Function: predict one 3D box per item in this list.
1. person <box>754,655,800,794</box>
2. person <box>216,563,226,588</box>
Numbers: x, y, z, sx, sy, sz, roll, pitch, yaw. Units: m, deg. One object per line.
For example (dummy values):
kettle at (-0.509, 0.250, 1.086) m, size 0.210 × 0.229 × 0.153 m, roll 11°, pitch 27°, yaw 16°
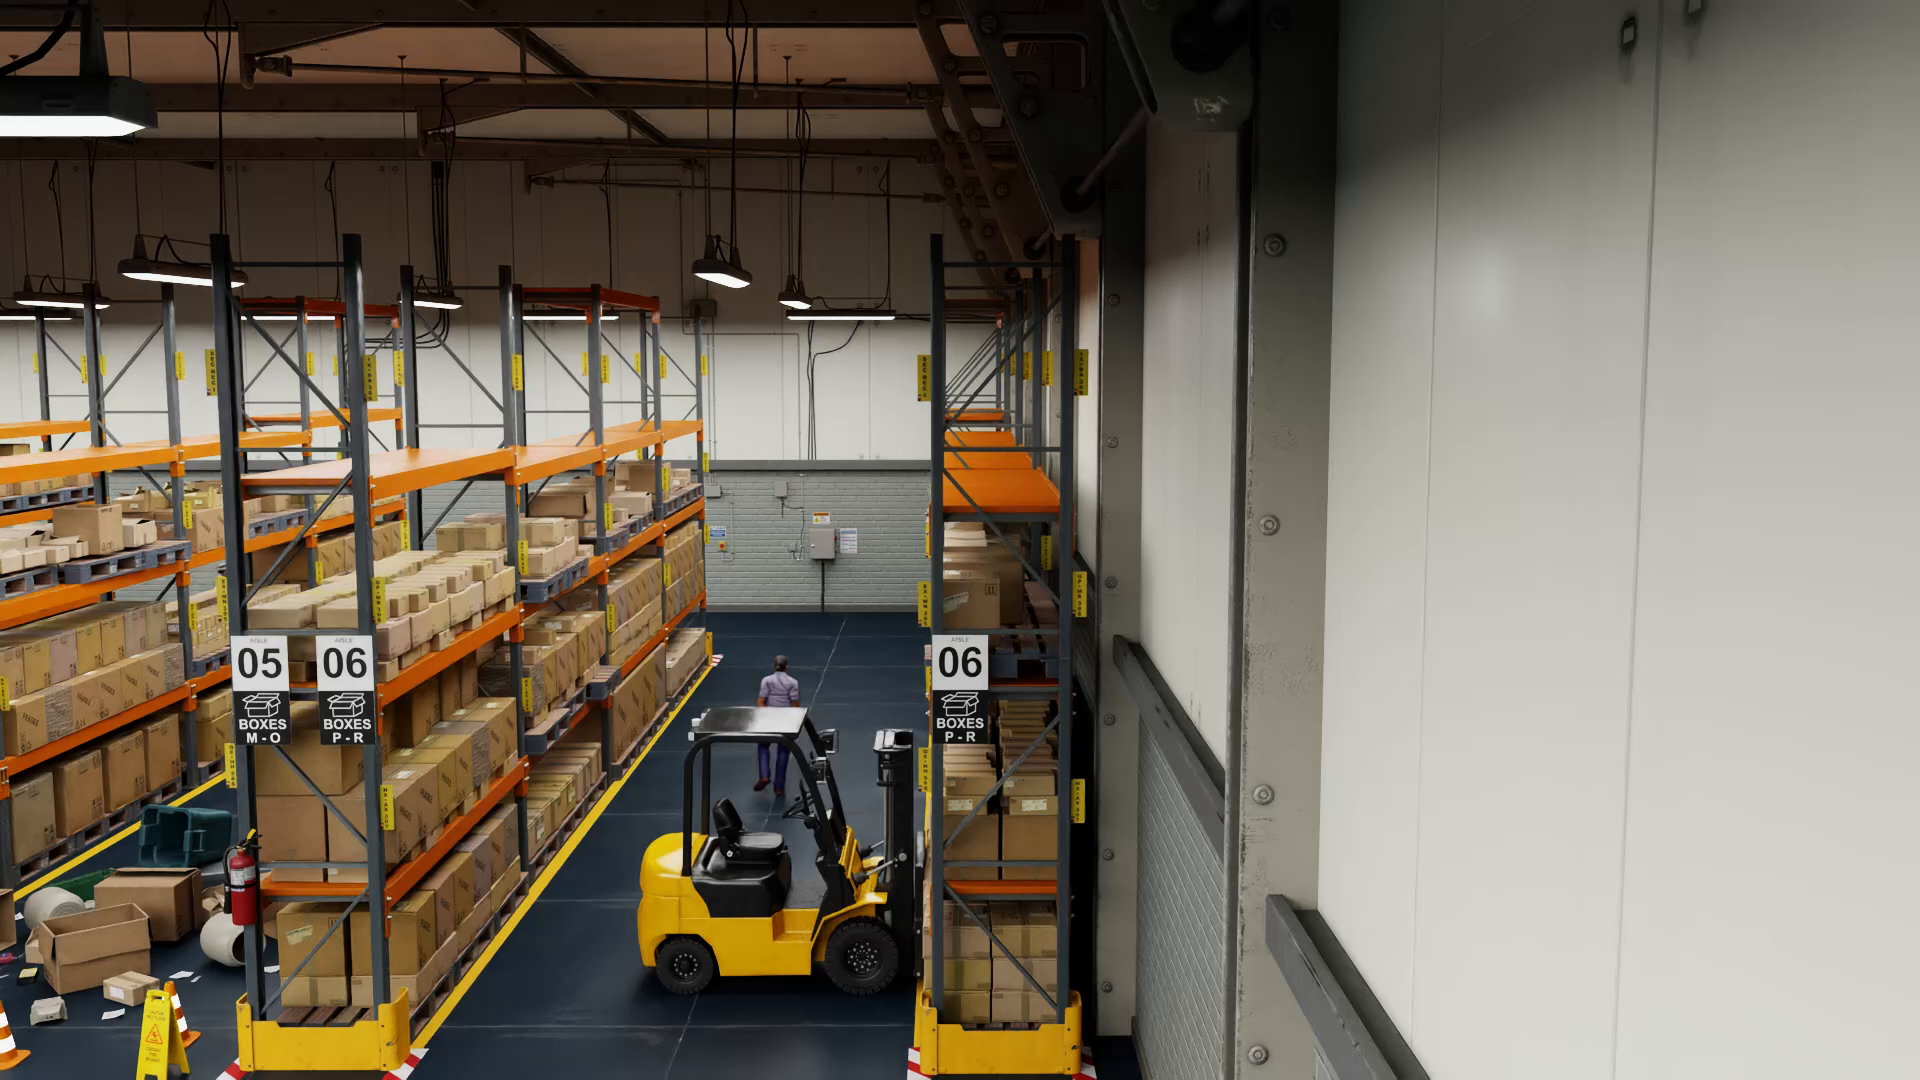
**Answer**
person at (-2.168, 2.172, 19.685) m, size 0.551 × 1.648 × 0.398 m, roll 0°, pitch 6°, yaw -2°
person at (-12.540, 1.203, 28.213) m, size 0.639 × 1.676 × 0.486 m, roll -2°, pitch 7°, yaw -20°
